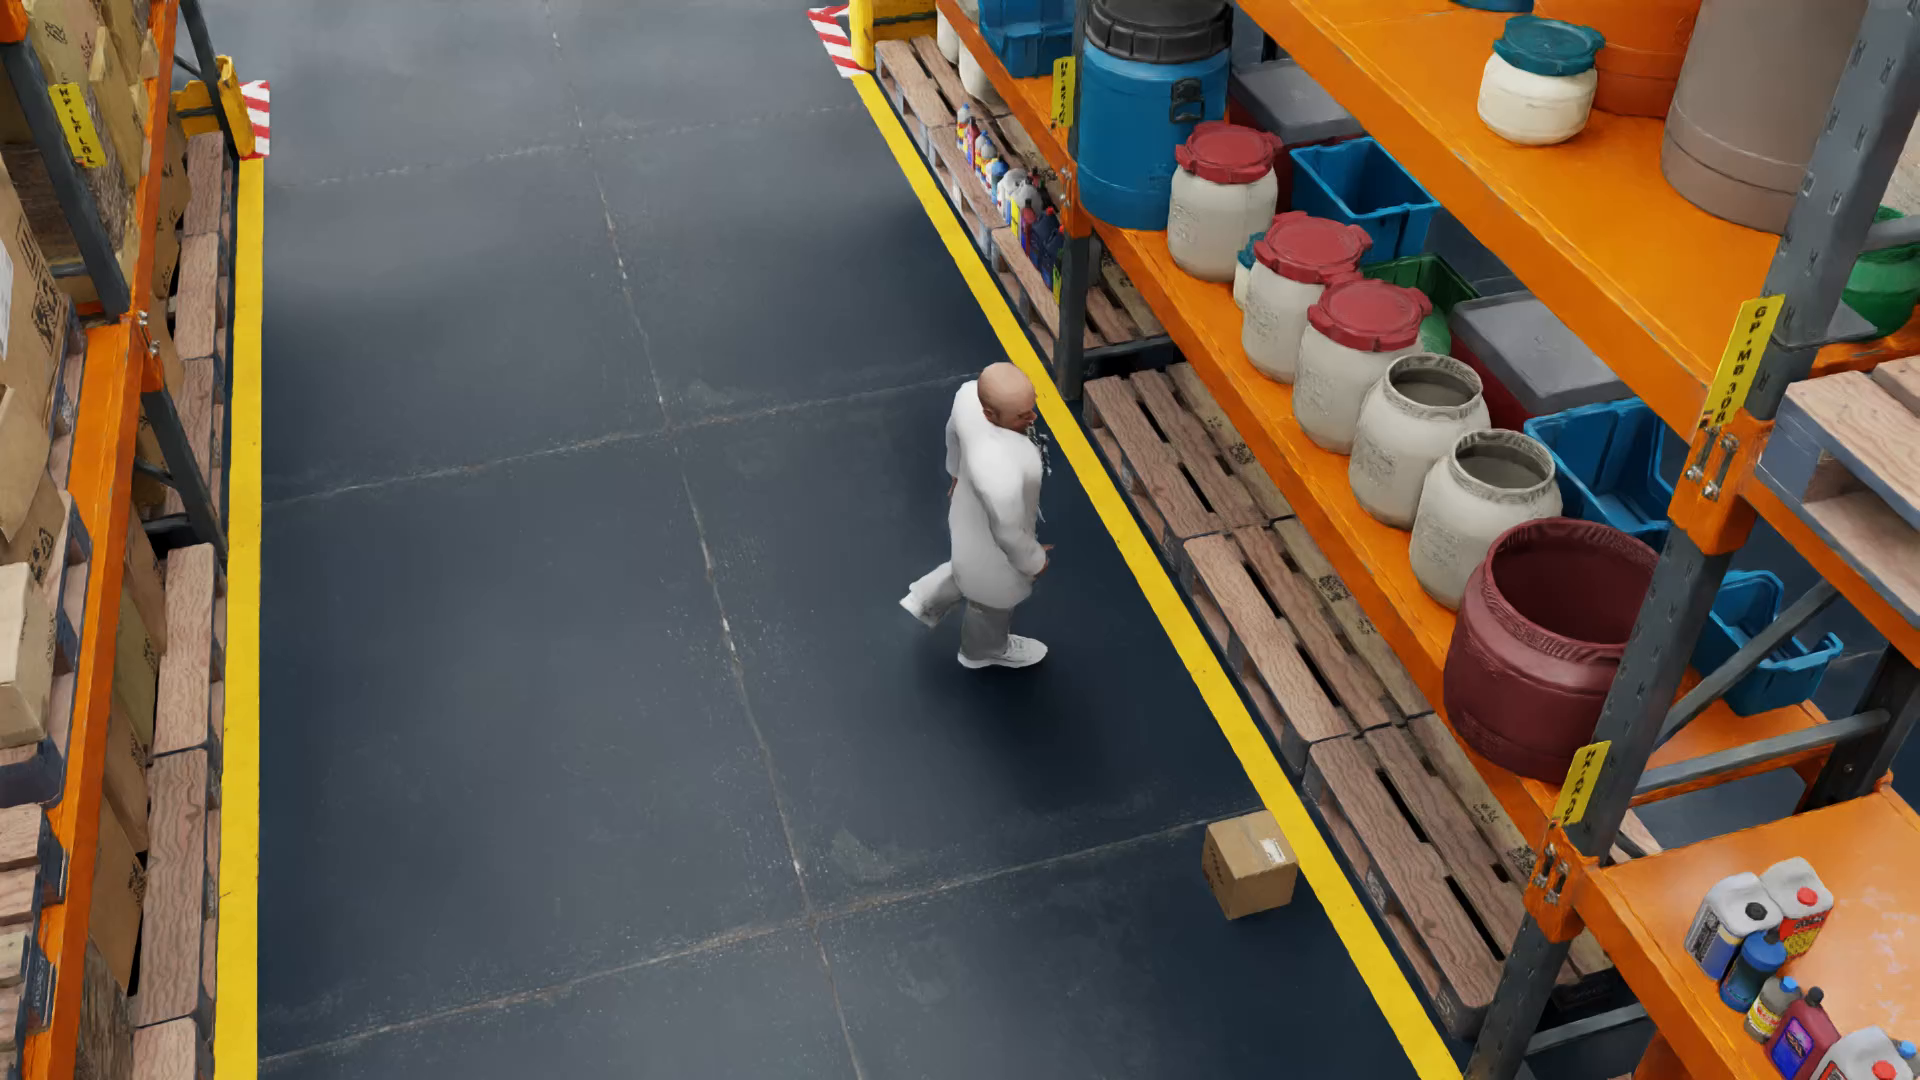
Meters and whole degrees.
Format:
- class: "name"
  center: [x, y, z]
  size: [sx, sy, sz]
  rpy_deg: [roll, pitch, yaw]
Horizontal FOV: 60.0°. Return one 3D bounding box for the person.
- class: "person"
  center: [0.094, -0.042, 6.230]
  size: [0.607, 1.742, 0.740]
  rpy_deg: [-8, 42, -9]
